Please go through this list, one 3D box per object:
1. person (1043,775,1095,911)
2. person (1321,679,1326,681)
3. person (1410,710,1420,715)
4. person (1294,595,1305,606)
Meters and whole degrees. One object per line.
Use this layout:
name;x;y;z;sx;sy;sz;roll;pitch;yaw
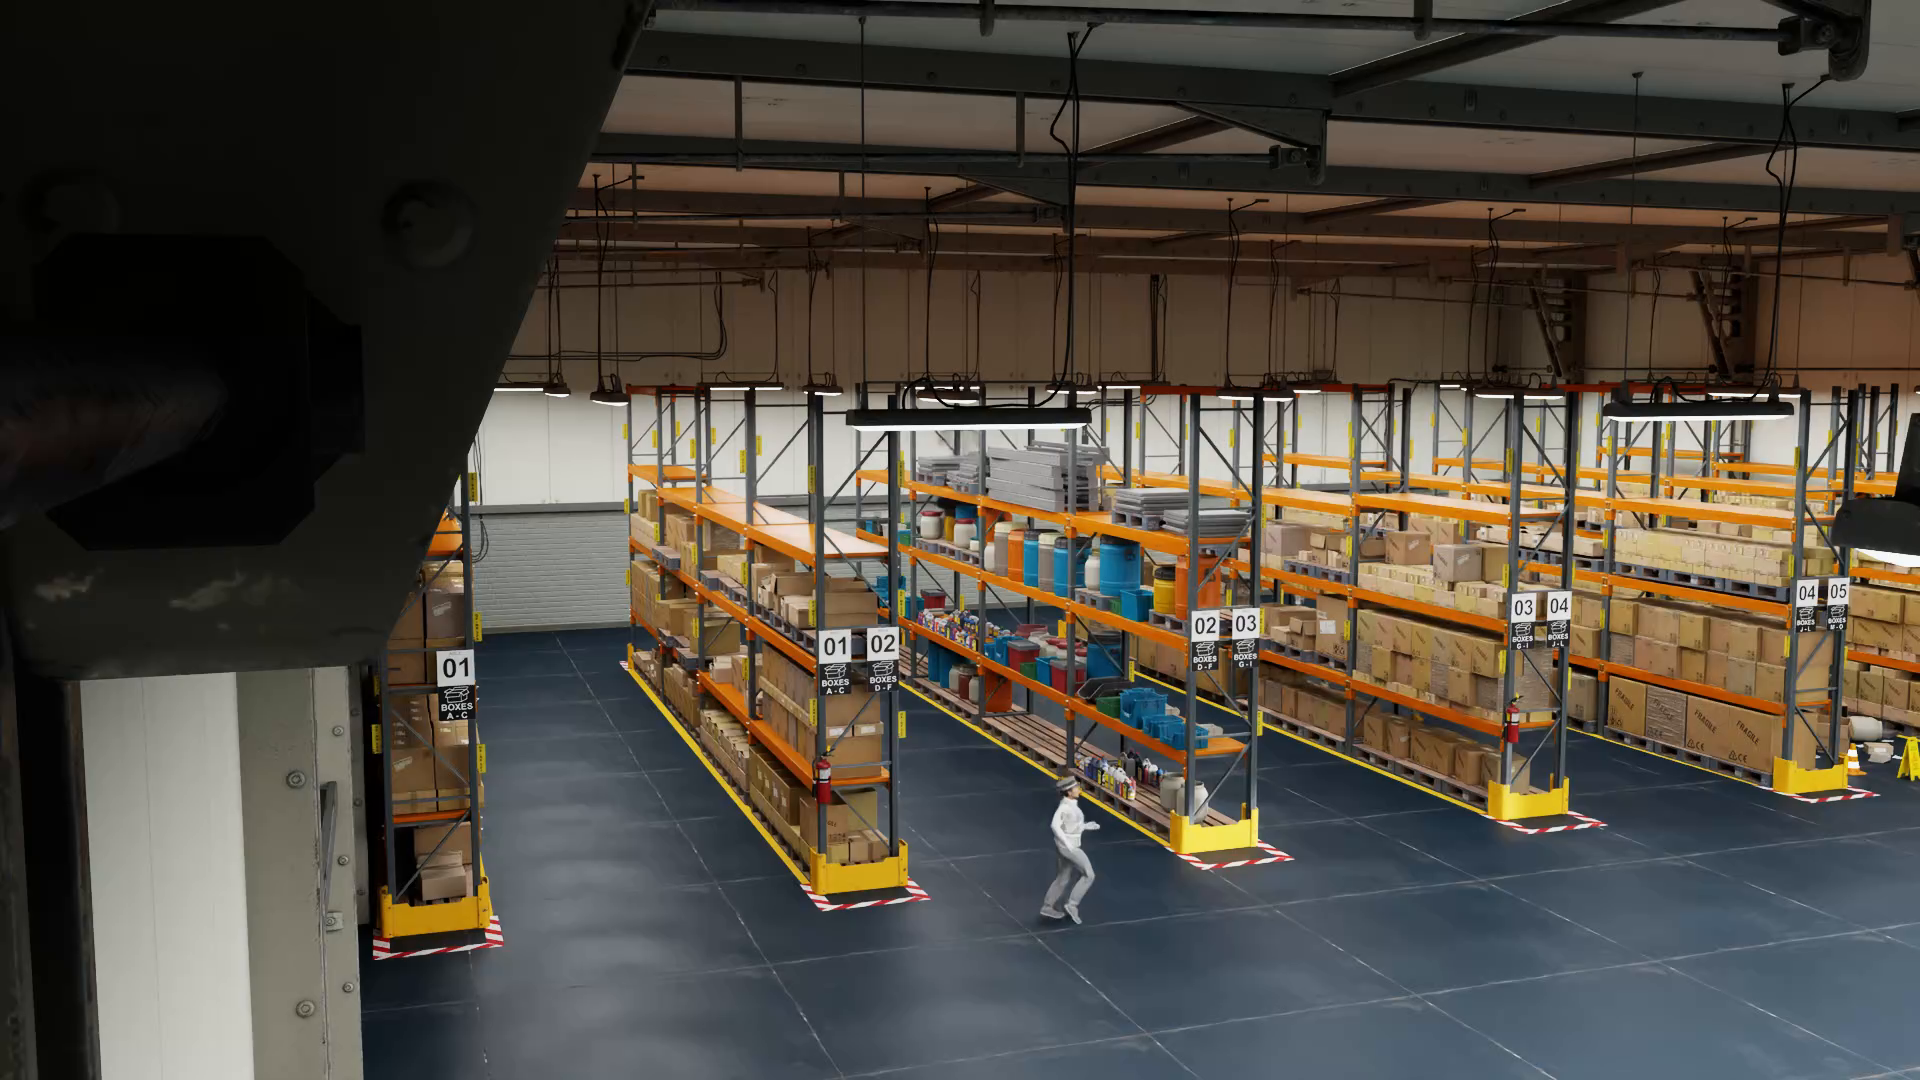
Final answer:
person;1.237;3.468;19.030;0.593;1.577;0.382;0;6;-3
person;7.336;2.107;32.837;0.573;1.455;0.707;-2;6;-22
person;8.339;2.500;29.854;0.663;1.388;0.552;-5;7;-37
person;8.807;1.050;43.043;0.656;1.694;0.627;6;8;44
